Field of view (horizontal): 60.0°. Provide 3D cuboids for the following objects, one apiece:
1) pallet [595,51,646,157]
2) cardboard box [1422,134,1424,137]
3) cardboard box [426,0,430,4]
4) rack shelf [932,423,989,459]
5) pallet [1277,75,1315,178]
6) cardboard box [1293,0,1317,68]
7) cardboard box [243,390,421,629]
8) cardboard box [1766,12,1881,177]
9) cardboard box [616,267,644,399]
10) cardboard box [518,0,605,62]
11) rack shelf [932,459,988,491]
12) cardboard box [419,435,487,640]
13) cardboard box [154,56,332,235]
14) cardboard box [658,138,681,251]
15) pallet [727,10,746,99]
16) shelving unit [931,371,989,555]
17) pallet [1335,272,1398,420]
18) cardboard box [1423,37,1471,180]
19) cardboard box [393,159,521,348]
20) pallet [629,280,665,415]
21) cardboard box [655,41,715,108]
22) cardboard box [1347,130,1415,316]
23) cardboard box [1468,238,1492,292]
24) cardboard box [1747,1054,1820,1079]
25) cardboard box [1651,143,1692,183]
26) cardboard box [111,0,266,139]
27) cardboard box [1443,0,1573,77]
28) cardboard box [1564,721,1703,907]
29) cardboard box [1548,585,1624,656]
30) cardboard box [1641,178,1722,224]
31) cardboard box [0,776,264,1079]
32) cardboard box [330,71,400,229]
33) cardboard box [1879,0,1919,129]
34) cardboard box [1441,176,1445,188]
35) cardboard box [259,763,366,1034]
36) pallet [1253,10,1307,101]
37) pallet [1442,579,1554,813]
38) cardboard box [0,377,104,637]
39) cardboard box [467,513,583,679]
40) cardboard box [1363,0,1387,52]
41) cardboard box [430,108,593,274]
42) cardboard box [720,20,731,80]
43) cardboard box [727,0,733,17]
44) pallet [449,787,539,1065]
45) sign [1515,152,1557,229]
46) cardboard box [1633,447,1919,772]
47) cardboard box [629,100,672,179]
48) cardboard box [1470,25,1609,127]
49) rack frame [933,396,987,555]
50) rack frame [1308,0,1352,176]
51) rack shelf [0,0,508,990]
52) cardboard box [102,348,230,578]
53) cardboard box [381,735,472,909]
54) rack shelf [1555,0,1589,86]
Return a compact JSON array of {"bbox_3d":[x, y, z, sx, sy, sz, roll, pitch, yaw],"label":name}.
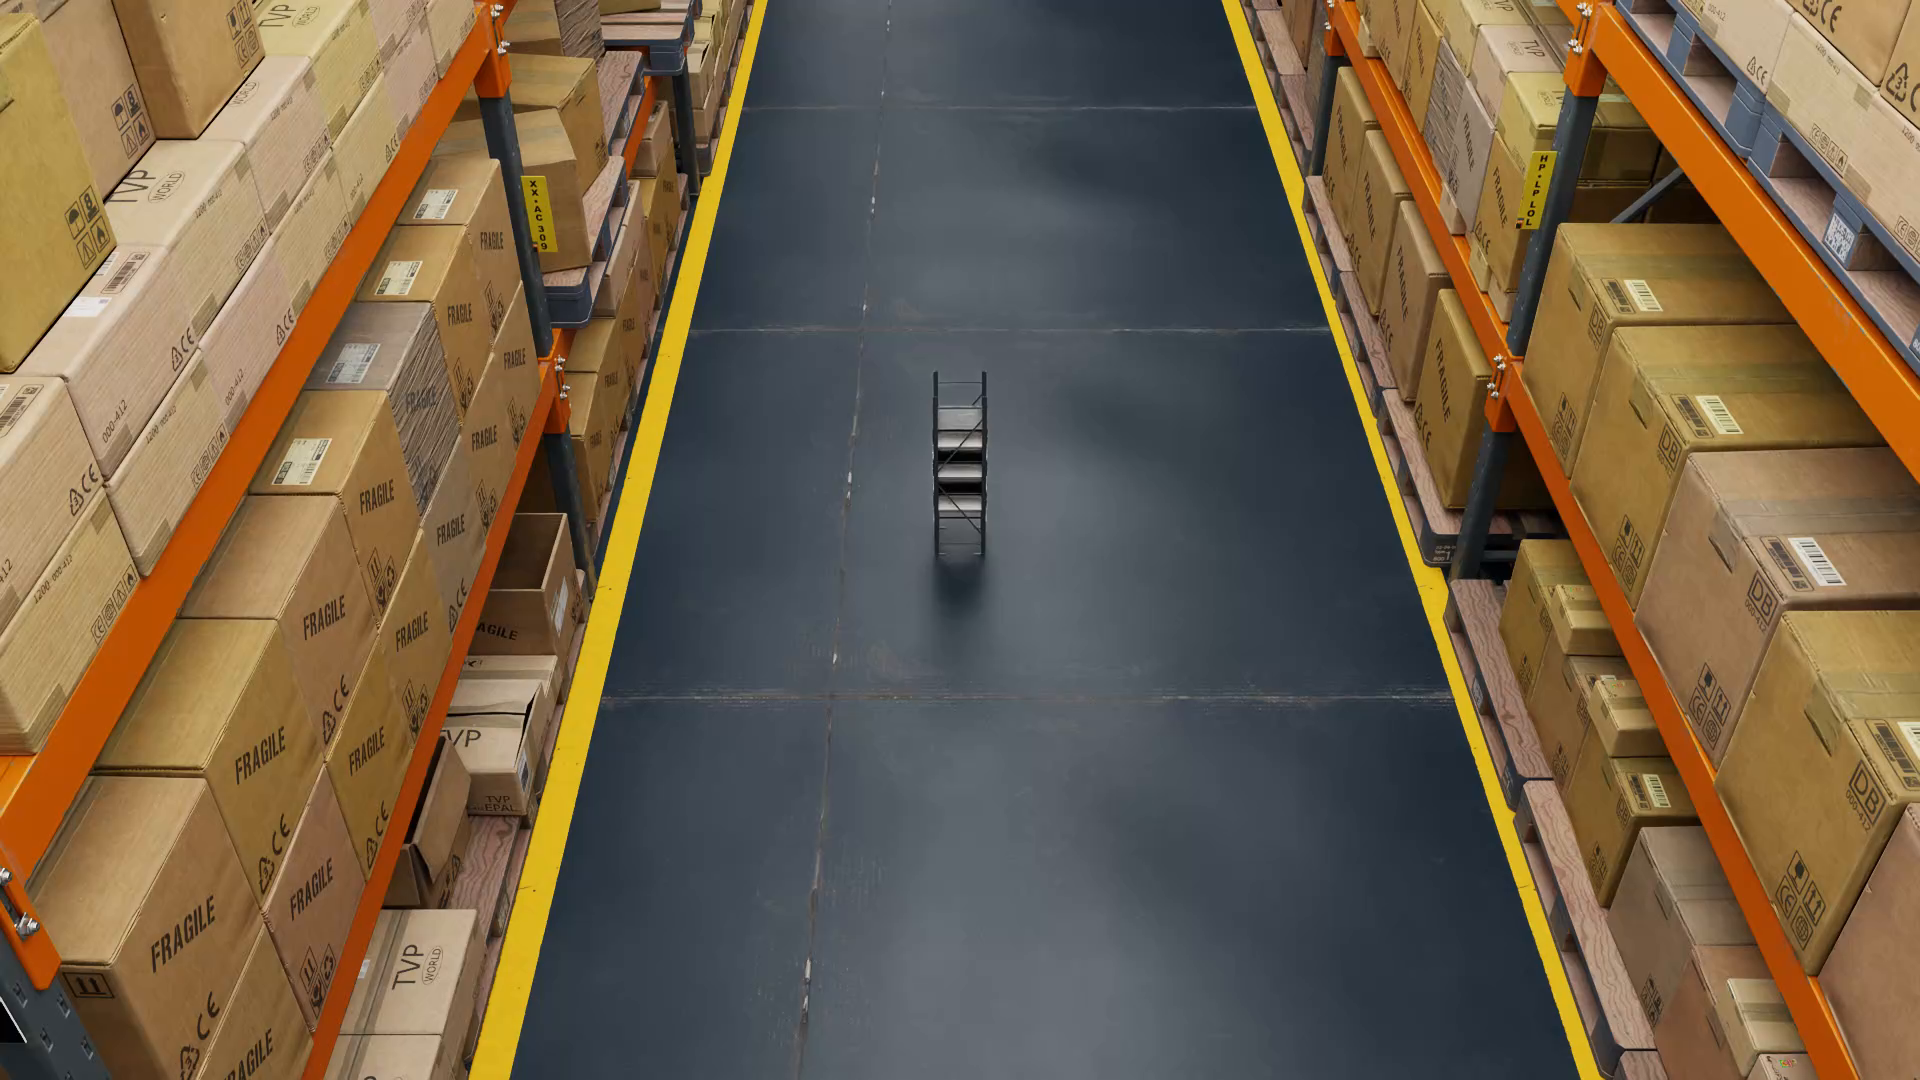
[{"bbox_3d":[-2.184,-2.137,8.417,1.003,0.211,1.213,0,39,0],"label":"pallet"},{"bbox_3d":[2.544,-2.178,8.500,0.380,0.149,0.250,0,39,0],"label":"cardboard box"},{"bbox_3d":[-1.914,-1.930,5.326,0.500,0.250,0.500,0,39,0],"label":"cardboard box"},{"bbox_3d":[0.000,-0.461,7.616,0.258,0.077,0.200,0,39,0],"label":"rack shelf"},{"bbox_3d":[2.763,-2.834,11.364,1.003,0.211,1.213,0,39,0],"label":"pallet"},{"bbox_3d":[2.797,-3.713,11.878,0.700,0.500,0.500,0,39,0],"label":"cardboard box"},{"bbox_3d":[-1.924,-0.090,4.829,0.500,0.500,0.500,0,39,0],"label":"cardboard box"},{"bbox_3d":[2.499,-1.176,4.369,0.500,0.250,0.500,-1,39,-1],"label":"cardboard box"},{"bbox_3d":[-1.948,-1.072,8.581,0.500,0.500,0.500,0,39,0],"label":"cardboard box"},{"bbox_3d":[-2.267,-2.665,8.507,0.700,0.500,0.500,7,39,8],"label":"cardboard box"},{"bbox_3d":[0.000,-0.320,7.729,0.258,0.077,0.200,0,39,0],"label":"rack shelf"},{"bbox_3d":[-1.924,-0.010,5.529,0.500,0.500,0.500,1,39,1],"label":"cardboard box"},{"bbox_3d":[-1.919,-0.992,4.156,0.500,0.250,0.500,0,39,0],"label":"cardboard box"},{"bbox_3d":[-1.955,-2.040,9.789,0.500,0.500,0.500,1,39,2],"label":"cardboard box"},{"bbox_3d":[-2.151,-3.616,12.339,1.003,0.211,1.213,0,39,0],"label":"pallet"},{"bbox_3d":[0.000,-0.346,7.708,0.258,0.900,0.210,0,39,0],"label":"shelving unit"},{"bbox_3d":[2.687,-1.092,9.189,1.003,0.211,1.213,0,39,0],"label":"pallet"},{"bbox_3d":[2.512,-2.017,7.780,0.500,0.500,0.500,0,39,0],"label":"cardboard box"},{"bbox_3d":[-1.927,-1.040,6.015,0.500,0.500,0.500,0,39,0],"label":"cardboard box"},{"bbox_3d":[-2.229,-1.112,9.214,1.003,0.211,1.213,0,39,0],"label":"pallet"},{"bbox_3d":[-1.898,-3.065,10.837,0.500,0.311,0.500,1,39,1],"label":"cardboard box"},{"bbox_3d":[2.627,-1.751,9.165,0.750,0.750,0.750,0,39,0],"label":"cardboard box"},{"bbox_3d":[2.460,-1.211,7.293,0.380,0.149,0.250,1,39,1],"label":"cardboard box"},{"bbox_3d":[2.489,1.609,4.733,0.380,0.149,0.250,0,39,-1],"label":"cardboard box"},{"bbox_3d":[3.027,-1.676,6.755,0.500,0.250,0.500,1,39,1],"label":"cardboard box"},{"bbox_3d":[-2.129,-1.284,3.921,0.700,0.500,0.500,0,39,0],"label":"cardboard box"},{"bbox_3d":[2.519,-2.319,7.557,0.500,0.250,0.500,1,39,1],"label":"cardboard box"},{"bbox_3d":[2.661,0.982,6.035,0.700,0.500,0.500,1,39,1],"label":"cardboard box"},{"bbox_3d":[2.484,0.308,6.357,0.380,0.149,0.250,1,39,1],"label":"cardboard box"},{"bbox_3d":[3.019,-1.383,6.989,0.500,0.500,0.500,-1,39,-2],"label":"cardboard box"},{"bbox_3d":[-1.919,0.868,3.634,0.500,0.500,0.500,1,39,1],"label":"cardboard box"},{"bbox_3d":[-1.921,-1.109,4.702,0.500,0.250,0.500,0,39,0],"label":"cardboard box"},{"bbox_3d":[2.500,-1.135,3.719,0.500,0.500,0.500,-2,39,-2],"label":"cardboard box"},{"bbox_3d":[2.512,-1.691,7.892,0.380,0.149,0.250,0,39,0],"label":"cardboard box"},{"bbox_3d":[-1.924,0.935,4.350,0.500,0.500,0.500,0,39,0],"label":"cardboard box"},{"bbox_3d":[2.765,-3.595,12.313,1.003,0.211,1.213,0,39,0],"label":"pallet"},{"bbox_3d":[2.690,0.631,7.039,1.003,0.211,1.213,0,39,0],"label":"pallet"},{"bbox_3d":[-1.922,-0.054,2.985,0.500,0.250,0.500,0,39,0],"label":"cardboard box"},{"bbox_3d":[-1.902,0.233,6.953,0.500,0.500,0.500,0,39,0],"label":"cardboard box"},{"bbox_3d":[2.499,-2.965,8.963,0.500,0.500,0.500,1,39,1],"label":"cardboard box"},{"bbox_3d":[-1.963,-1.426,6.960,0.700,0.500,0.500,-13,40,-15],"label":"cardboard box"},{"bbox_3d":[-1.906,-3.486,11.810,0.500,0.250,0.500,-1,39,-1],"label":"cardboard box"},{"bbox_3d":[-1.906,-4.034,12.046,0.500,0.311,0.500,0,39,-1],"label":"cardboard box"},{"bbox_3d":[-2.182,1.356,6.135,1.003,0.211,1.213,0,39,0],"label":"pallet"},{"bbox_3d":[2.225,-1.347,6.415,0.100,0.325,0.005,0,39,0],"label":"sign"},{"bbox_3d":[2.758,0.201,5.106,0.980,0.700,0.700,-2,39,-2],"label":"cardboard box"},{"bbox_3d":[-1.951,-2.297,9.511,0.500,0.250,0.500,1,39,2],"label":"cardboard box"},{"bbox_3d":[2.520,-2.000,7.159,0.500,0.250,0.500,1,39,1],"label":"cardboard box"},{"bbox_3d":[0.000,-0.282,7.628,0.240,0.900,0.006,0,39,0],"label":"rack frame"},{"bbox_3d":[2.763,-3.434,9.882,1.000,3.000,0.127,0,39,0],"label":"rack frame"},{"bbox_3d":[-2.184,-0.566,4.479,1.077,0.370,4.000,0,39,0],"label":"rack shelf"},{"bbox_3d":[-1.916,-0.171,3.532,0.500,0.250,0.500,0,39,0],"label":"cardboard box"},{"bbox_3d":[-2.179,1.051,5.930,0.797,0.503,0.637,0,39,0],"label":"cardboard box"},{"bbox_3d":[2.765,-3.073,7.608,1.077,0.370,4.000,0,39,0],"label":"rack shelf"}]
